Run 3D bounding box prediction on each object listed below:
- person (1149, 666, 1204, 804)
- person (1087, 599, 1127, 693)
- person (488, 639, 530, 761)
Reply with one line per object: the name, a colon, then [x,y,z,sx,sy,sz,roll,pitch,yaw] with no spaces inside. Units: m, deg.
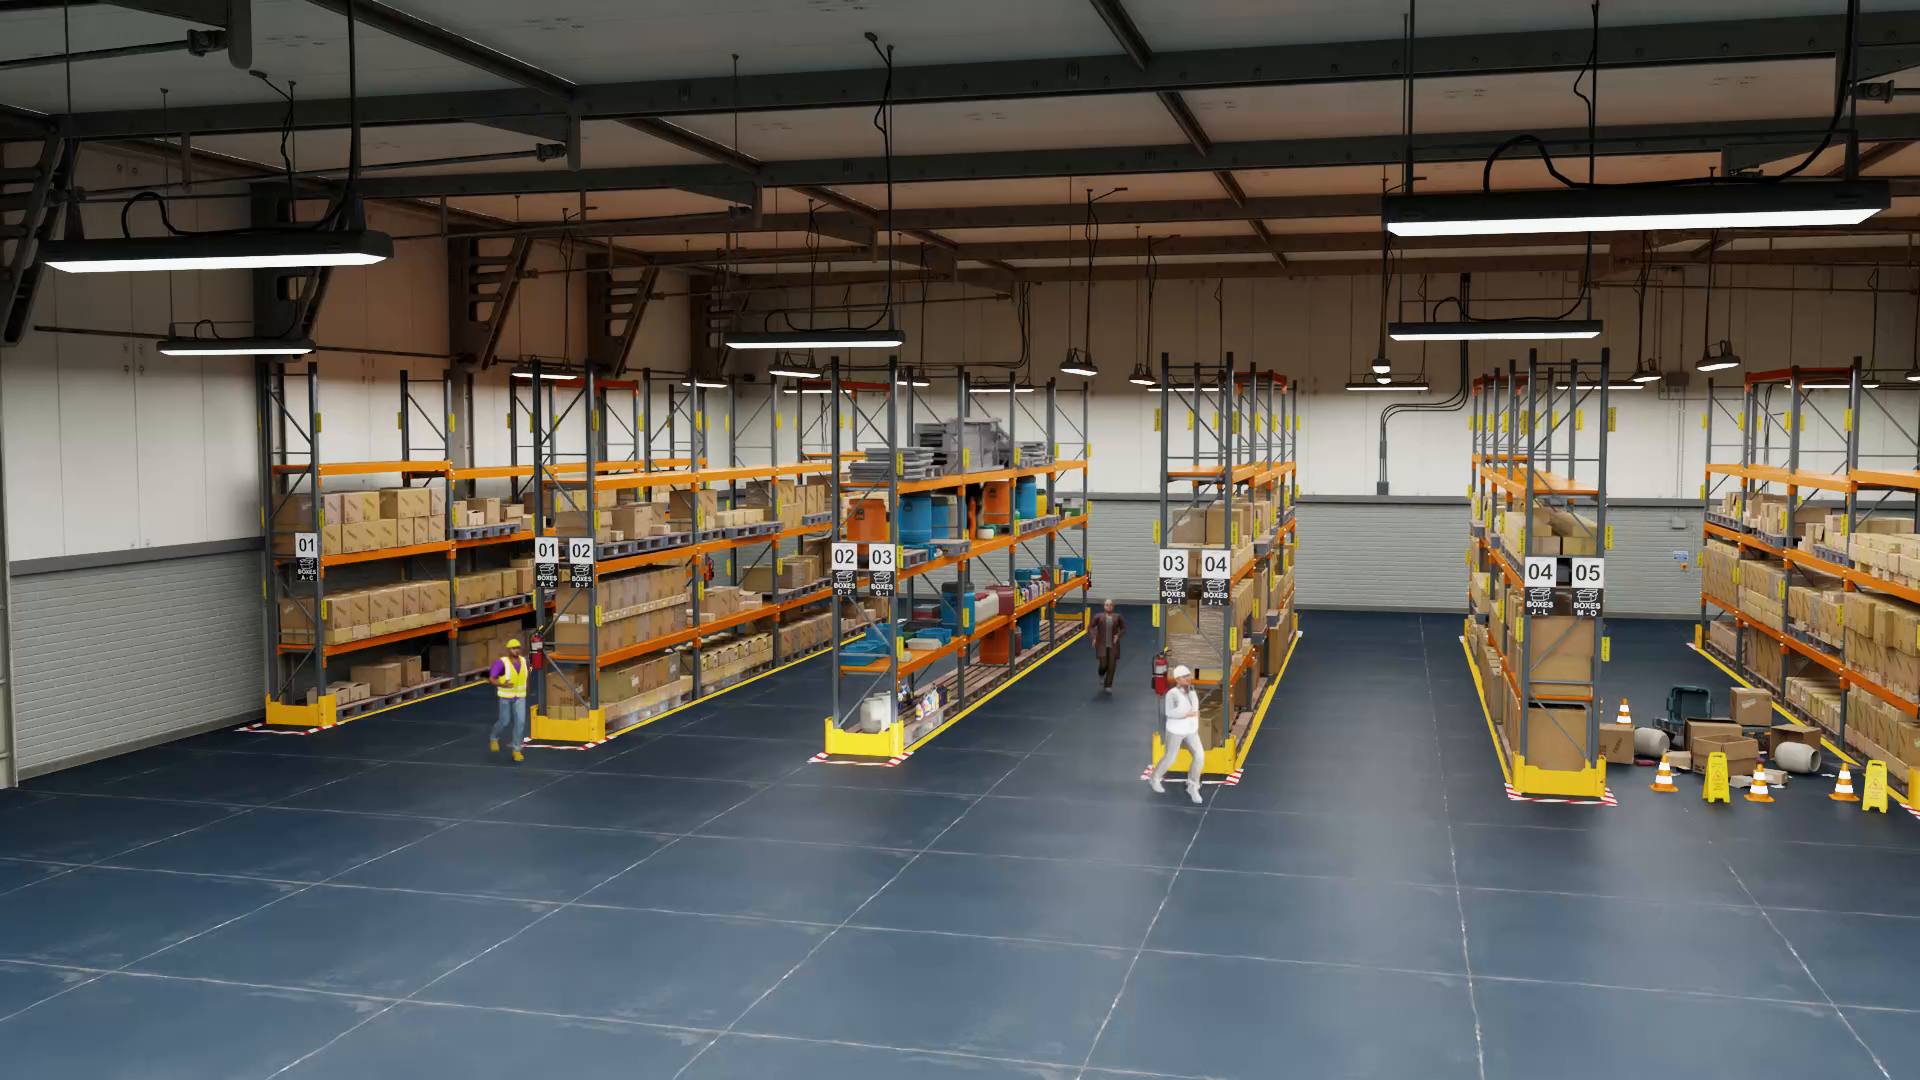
person: [2.933,2.565,22.129,0.662,1.822,0.898,-3,5,-32]
person: [2.740,1.971,30.879,0.722,1.720,0.647,0,4,-4]
person: [-6.720,2.366,24.914,0.715,1.779,0.897,-3,5,-39]
